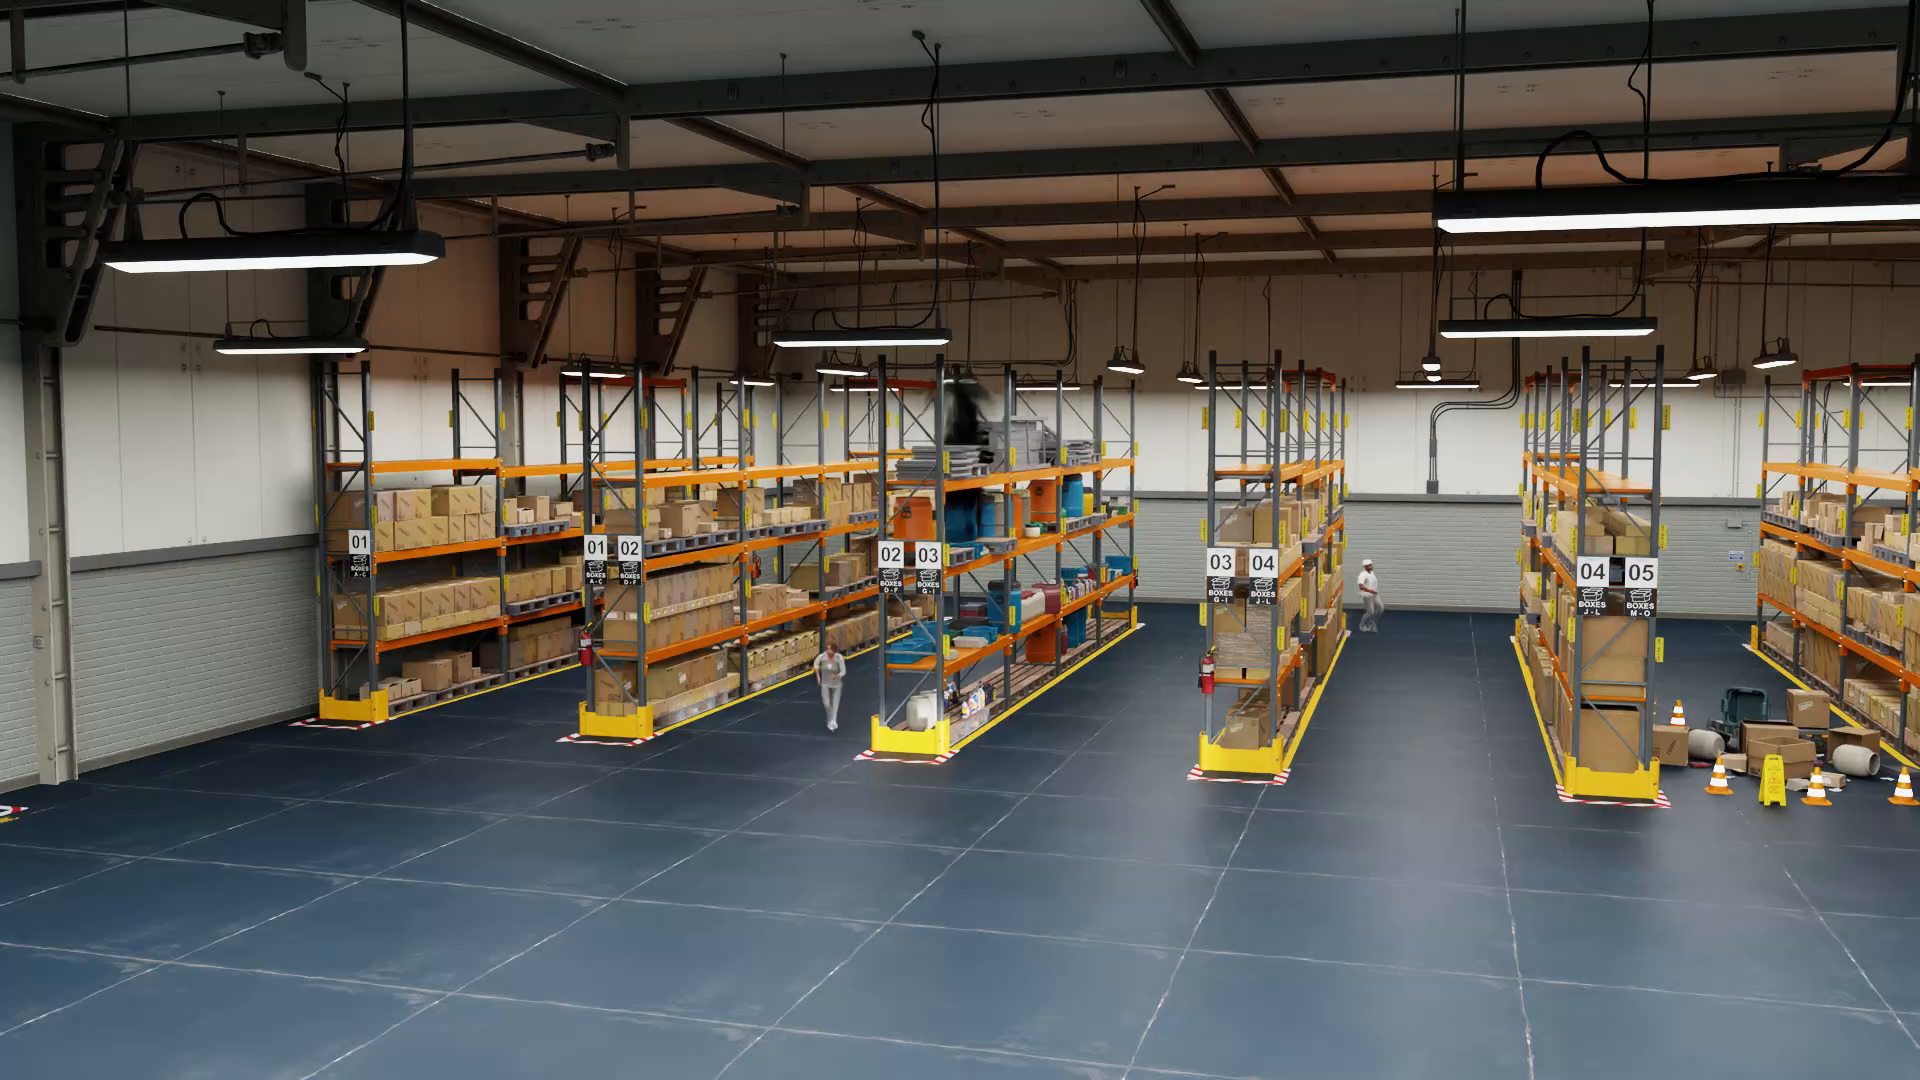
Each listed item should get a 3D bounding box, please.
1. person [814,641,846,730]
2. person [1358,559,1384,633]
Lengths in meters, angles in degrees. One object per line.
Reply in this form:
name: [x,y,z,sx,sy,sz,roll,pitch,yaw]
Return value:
person: [-2.083,2.341,26.592,0.524,1.464,0.730,0,4,0]
person: [9.723,1.340,39.388,0.592,1.773,0.746,4,6,43]
